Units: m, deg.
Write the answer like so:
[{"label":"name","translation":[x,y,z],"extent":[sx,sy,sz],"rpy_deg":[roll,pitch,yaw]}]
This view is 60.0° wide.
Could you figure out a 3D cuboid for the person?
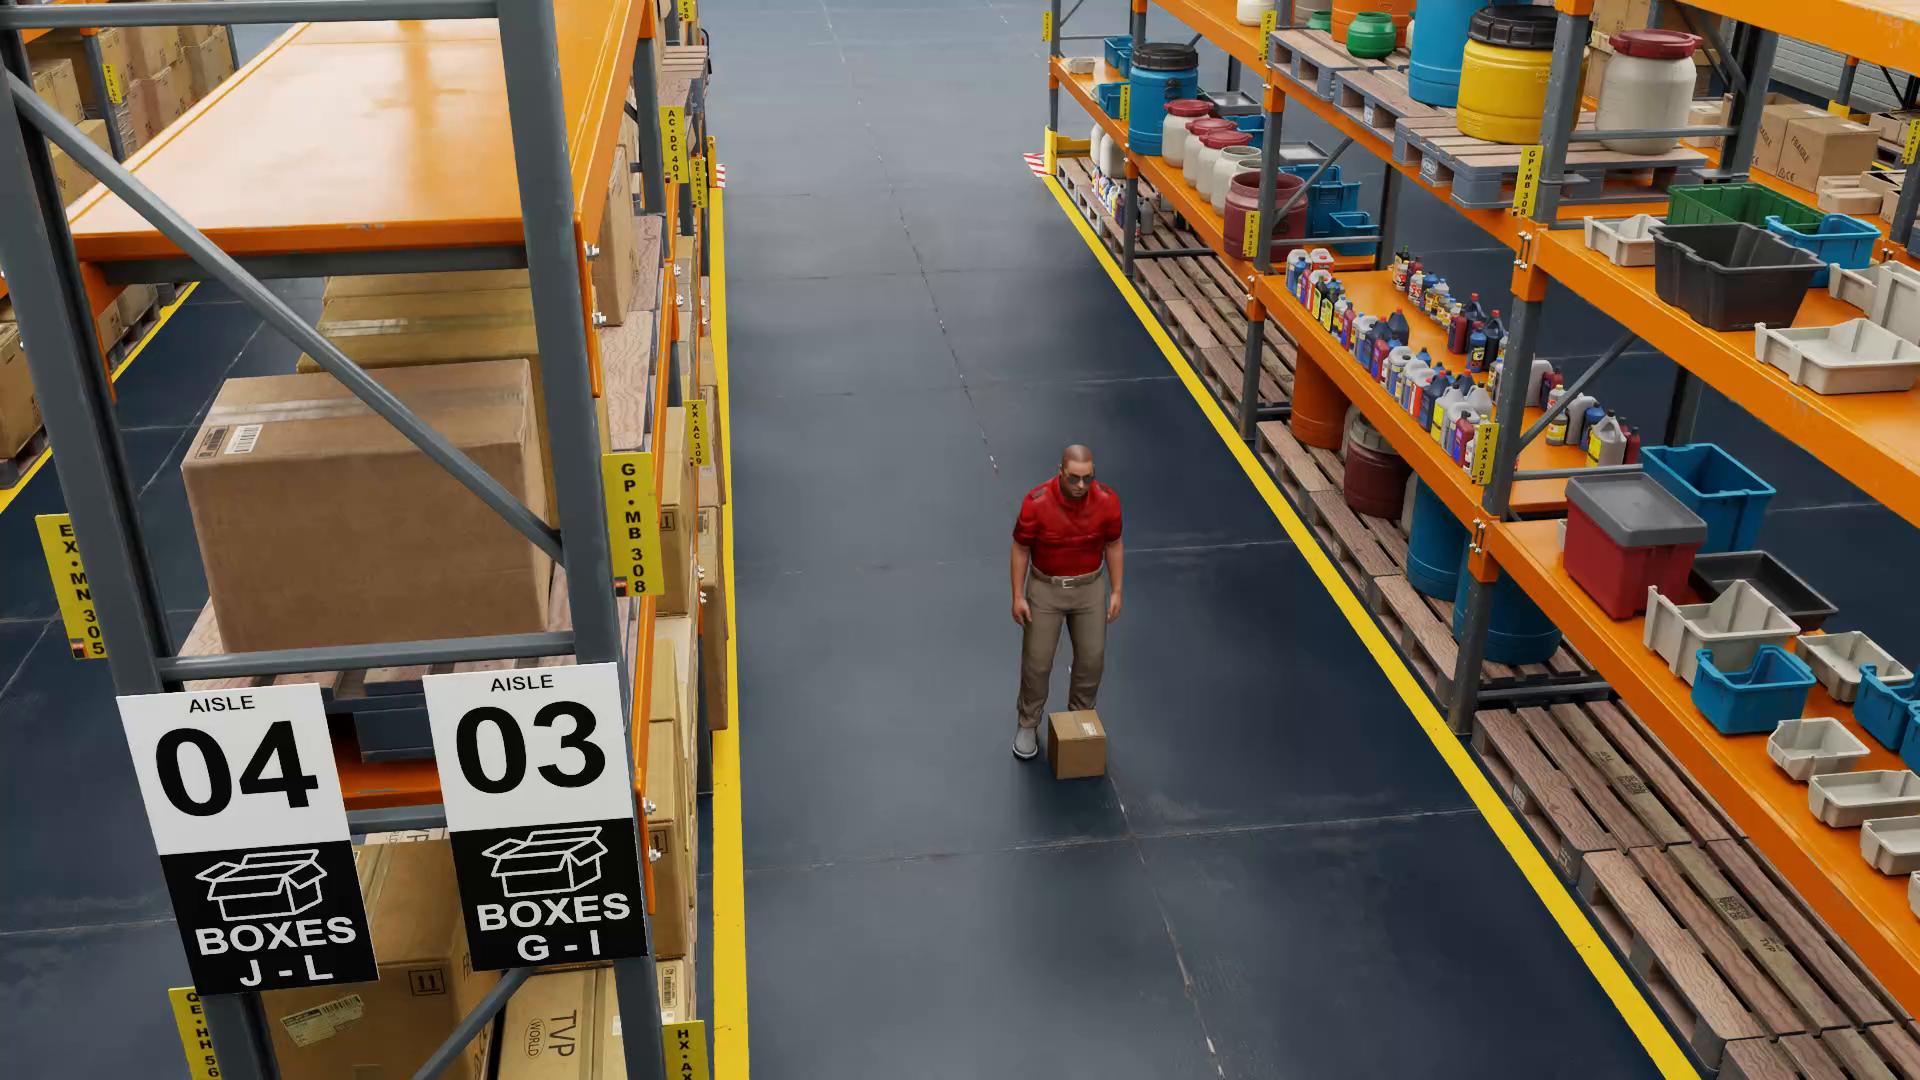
[{"label":"person","translation":[0.550,0.290,8.547],"extent":[0.587,1.727,0.394],"rpy_deg":[-3,27,-7]}]
